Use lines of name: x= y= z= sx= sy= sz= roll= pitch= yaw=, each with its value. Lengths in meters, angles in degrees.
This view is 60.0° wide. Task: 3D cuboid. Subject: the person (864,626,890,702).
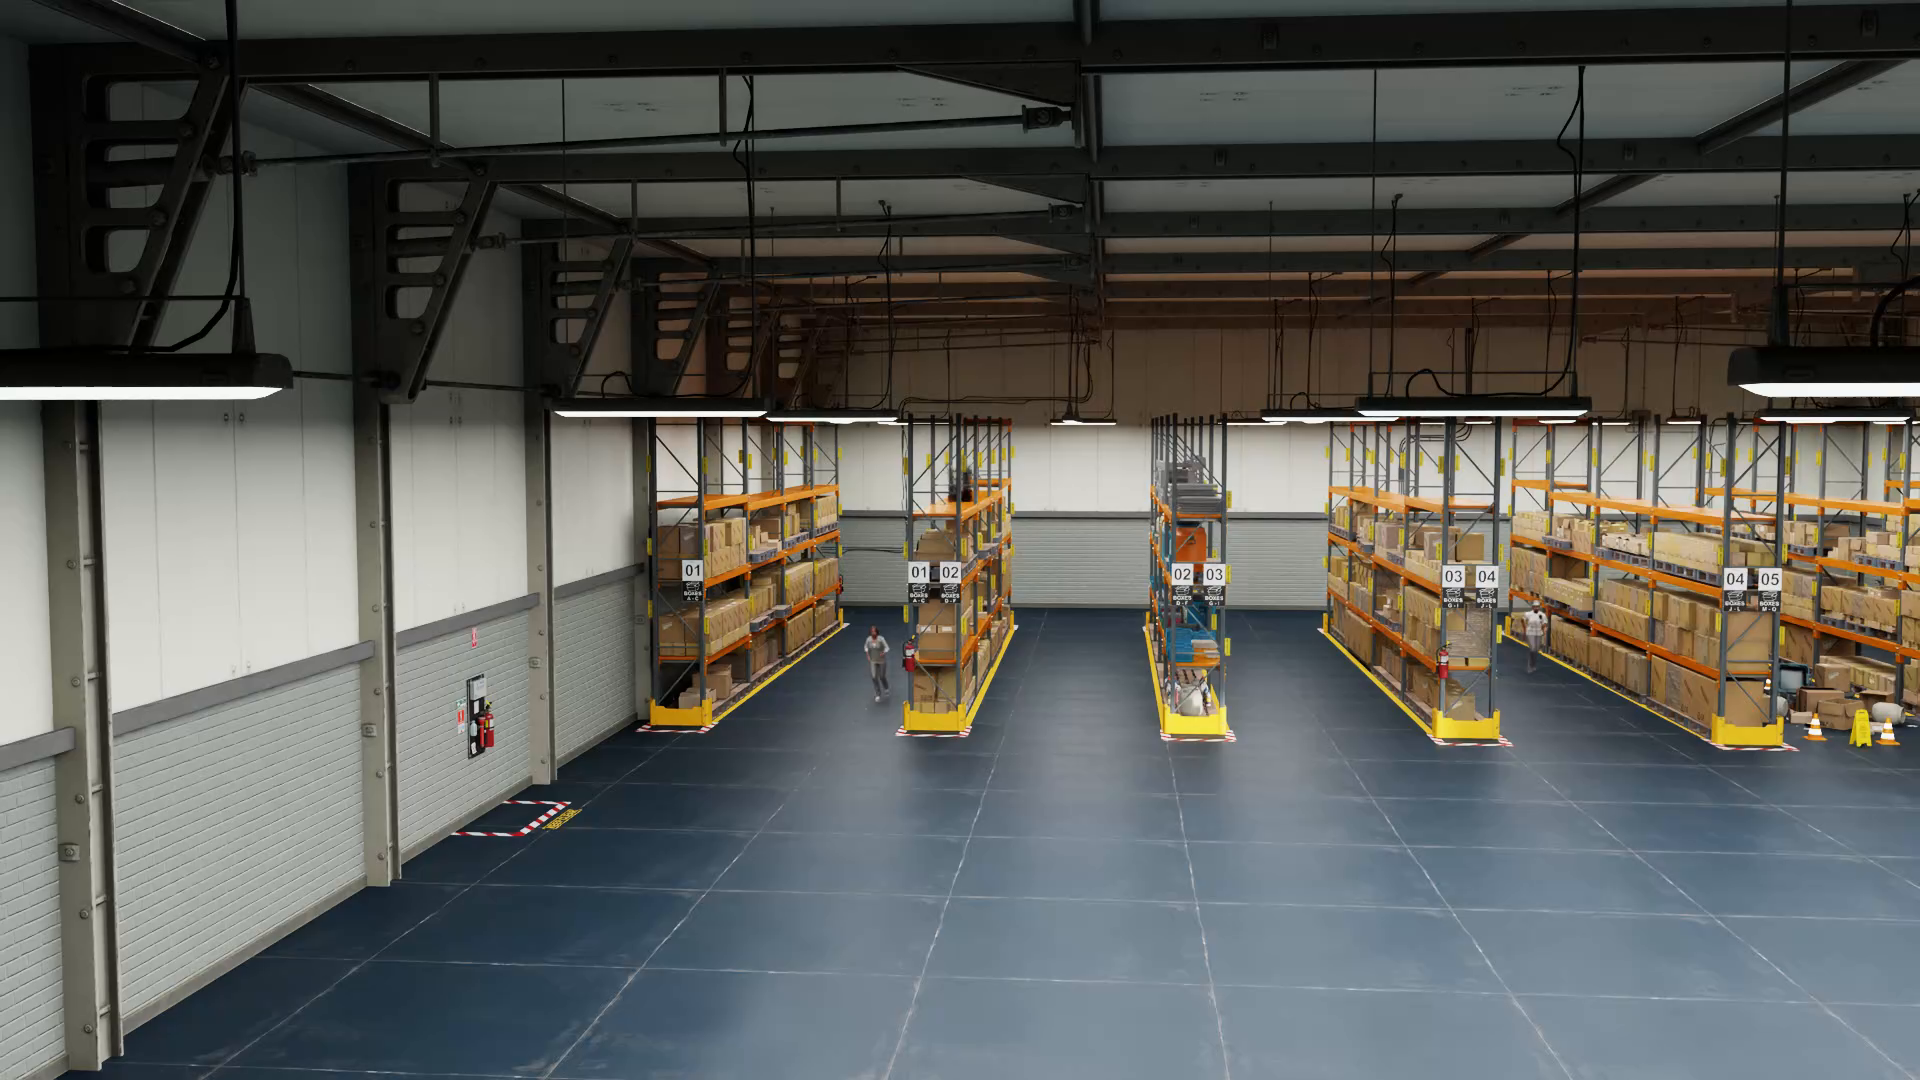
person: x=-1.748 y=2.575 z=34.974 sx=0.560 sy=1.568 sz=0.767 roll=1 pitch=4 yaw=15

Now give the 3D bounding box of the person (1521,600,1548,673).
person: x=13.507 y=2.271 z=39.025 sx=0.548 sy=1.741 sz=0.732 roll=0 pitch=4 yaw=3
